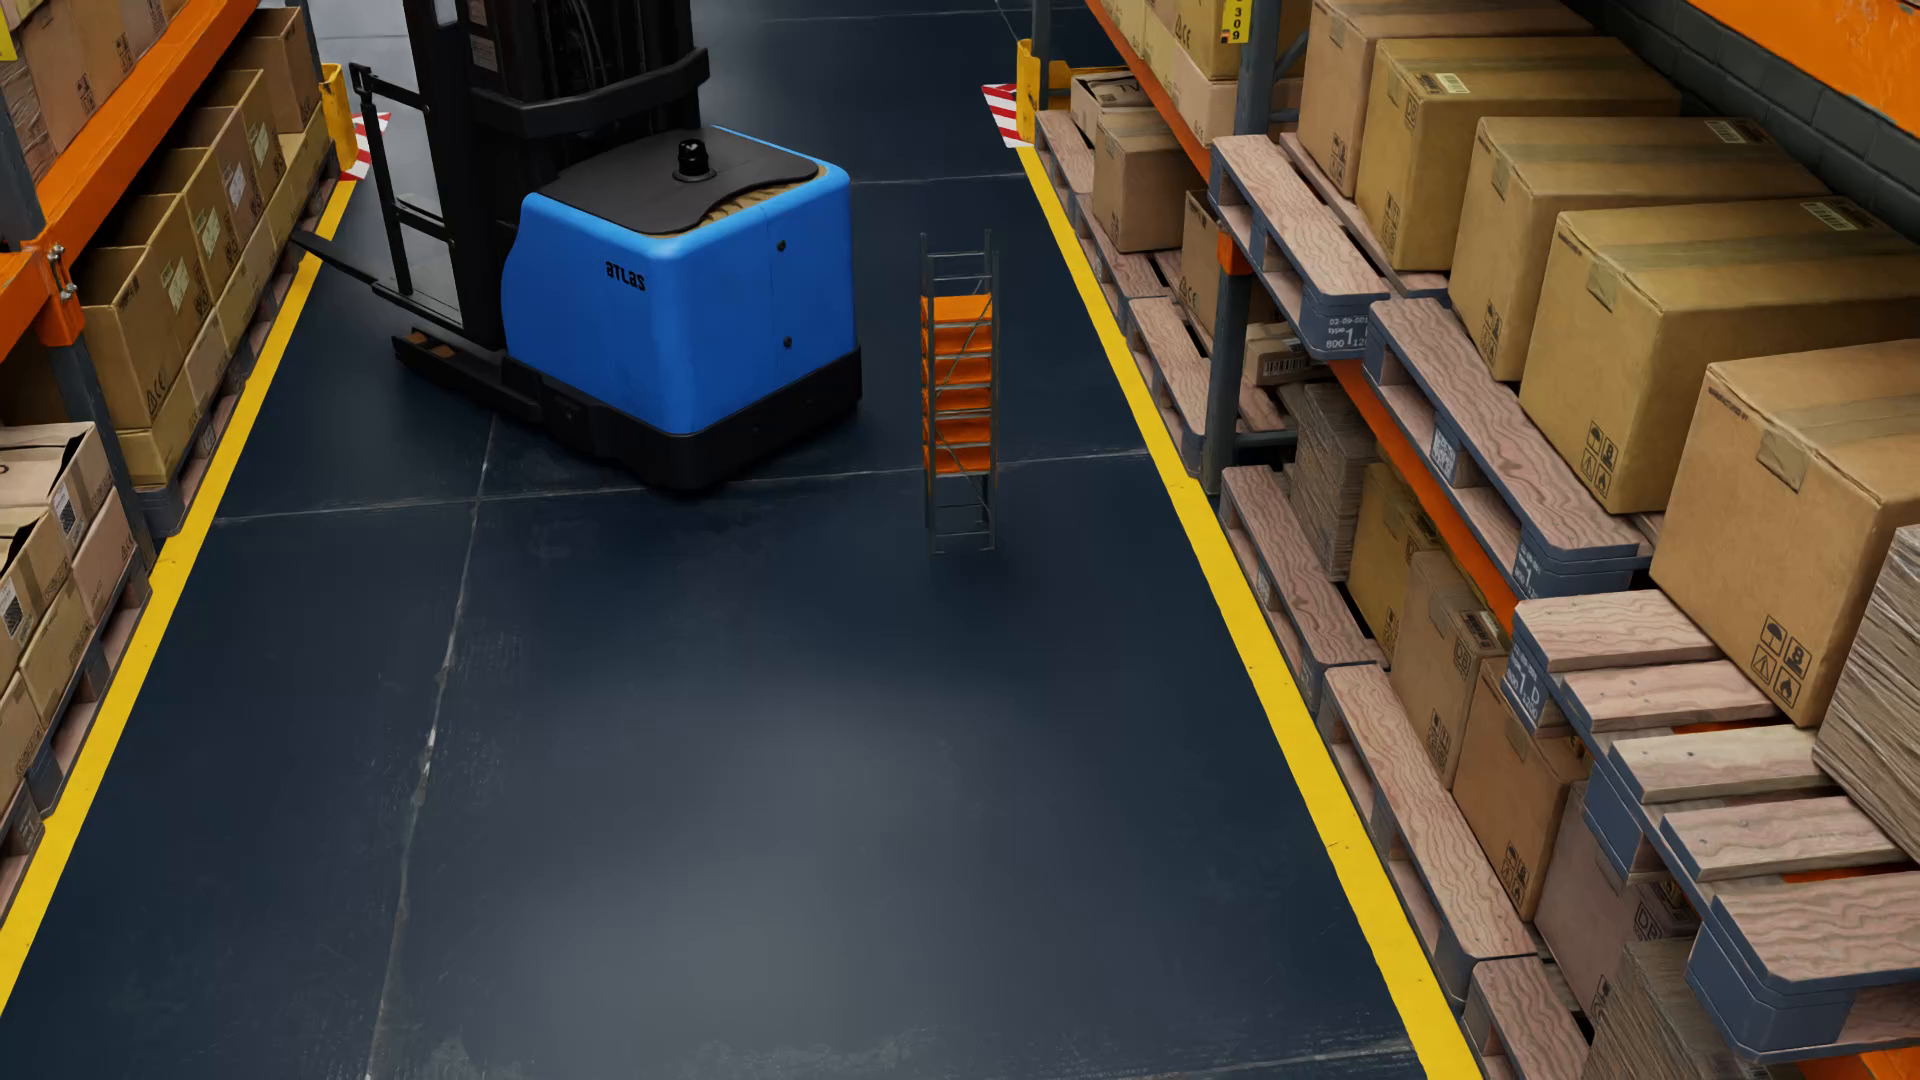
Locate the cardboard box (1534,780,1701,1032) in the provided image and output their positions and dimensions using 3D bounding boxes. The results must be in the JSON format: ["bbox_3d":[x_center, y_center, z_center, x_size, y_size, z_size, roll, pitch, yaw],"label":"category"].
[{"bbox_3d":[1.889,0.911,4.079,0.700,0.500,0.500,-4,35,-6],"label":"cardboard box"}]

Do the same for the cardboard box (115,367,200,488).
[{"bbox_3d":[-3.217,-0.420,6.271,0.500,0.250,0.500,-4,35,-6],"label":"cardboard box"}]

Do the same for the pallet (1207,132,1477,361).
[{"bbox_3d":[1.412,-0.961,5.168,1.003,0.211,1.213,-4,35,-6],"label":"pallet"}]

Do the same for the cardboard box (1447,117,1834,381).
[{"bbox_3d":[1.676,-0.737,4.189,0.700,0.500,0.500,0,34,0],"label":"cardboard box"}]

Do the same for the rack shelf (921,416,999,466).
[{"bbox_3d":[-0.002,-0.368,6.017,0.258,0.103,0.180,-4,35,-6],"label":"rack shelf"}]

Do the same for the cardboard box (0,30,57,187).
[{"bbox_3d":[-3.521,-1.389,5.536,0.700,0.500,0.500,-5,35,-8],"label":"cardboard box"}]

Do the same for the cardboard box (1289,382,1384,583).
[{"bbox_3d":[1.569,-0.218,5.735,0.700,0.500,0.500,-3,34,-5],"label":"cardboard box"}]

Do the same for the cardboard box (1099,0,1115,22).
[{"bbox_3d":[0.879,-2.505,7.377,0.500,0.250,0.500,-4,34,-6],"label":"cardboard box"}]

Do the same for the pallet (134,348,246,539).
[{"bbox_3d":[-3.520,-0.396,6.643,1.003,0.211,1.213,-4,35,-6],"label":"pallet"}]

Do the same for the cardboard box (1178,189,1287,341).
[{"bbox_3d":[1.274,-1.203,7.181,0.500,0.500,0.500,-7,35,-10],"label":"cardboard box"}]

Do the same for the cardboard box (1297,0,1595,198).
[{"bbox_3d":[1.488,-1.415,5.183,0.700,0.500,0.500,-4,35,-6],"label":"cardboard box"}]

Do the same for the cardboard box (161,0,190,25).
[{"bbox_3d":[-3.806,-2.543,7.229,0.700,0.500,0.500,-4,34,-6],"label":"cardboard box"}]

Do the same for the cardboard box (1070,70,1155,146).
[{"bbox_3d":[0.919,-2.388,9.088,0.500,0.311,0.500,-8,35,-12],"label":"cardboard box"}]

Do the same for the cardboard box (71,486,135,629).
[{"bbox_3d":[-3.112,0.071,5.551,0.500,0.250,0.500,-5,35,-7],"label":"cardboard box"}]

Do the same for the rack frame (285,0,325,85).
[{"bbox_3d":[-3.993,-3.333,8.477,1.000,3.000,0.127,-4,35,-6],"label":"rack frame"}]

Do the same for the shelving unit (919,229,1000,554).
[{"bbox_3d":[-0.002,-0.504,5.924,0.258,1.200,0.189,-4,35,-6],"label":"shelving unit"}]

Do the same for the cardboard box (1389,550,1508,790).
[{"bbox_3d":[1.717,0.355,4.895,0.700,0.500,0.500,-4,34,-6],"label":"cardboard box"}]

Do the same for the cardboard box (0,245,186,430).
[{"bbox_3d":[-3.207,-0.731,6.061,0.500,0.500,0.500,-4,35,-6],"label":"cardboard box"}]

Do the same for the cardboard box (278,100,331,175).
[{"bbox_3d":[-3.628,-2.093,8.727,0.500,0.250,0.500,-4,35,-6],"label":"cardboard box"}]

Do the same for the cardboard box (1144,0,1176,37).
[{"bbox_3d":[1.010,-2.253,6.342,0.500,0.500,0.500,-5,35,-7],"label":"cardboard box"}]

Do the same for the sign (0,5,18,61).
[{"bbox_3d":[-2.919,-1.593,4.966,0.100,0.325,0.005,-4,35,-6],"label":"sign"}]

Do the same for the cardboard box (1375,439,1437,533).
[{"bbox_3d":[1.631,-0.282,5.163,0.500,0.250,0.500,-5,35,-7],"label":"cardboard box"}]

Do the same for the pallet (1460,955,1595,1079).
[{"bbox_3d":[1.888,1.470,3.905,1.003,0.211,1.213,-4,35,-6],"label":"pallet"}]

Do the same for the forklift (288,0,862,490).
[{"bbox_3d":[-1.865,-2.094,6.719,3.031,2.935,1.130,25,42,32],"label":"forklift"}]

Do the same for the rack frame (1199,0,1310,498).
[{"bbox_3d":[1.453,-1.478,5.755,1.000,3.000,0.127,-4,35,-6],"label":"rack frame"}]

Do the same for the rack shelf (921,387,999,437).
[{"bbox_3d":[-0.002,-0.467,5.949,0.258,0.103,0.180,-4,35,-6],"label":"rack shelf"}]

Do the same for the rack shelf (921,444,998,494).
[{"bbox_3d":[-0.002,-0.269,6.084,0.258,0.103,0.180,-4,35,-6],"label":"rack shelf"}]

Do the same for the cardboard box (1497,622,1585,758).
[{"bbox_3d":[1.754,0.288,4.327,0.500,0.250,0.500,-5,35,-7],"label":"cardboard box"}]

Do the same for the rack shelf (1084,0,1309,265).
[{"bbox_3d":[1.184,-2.297,7.596,1.077,0.370,4.000,-4,35,-6],"label":"rack shelf"}]

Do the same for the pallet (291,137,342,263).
[{"bbox_3d":[-3.849,-1.757,8.641,1.003,0.211,1.213,-4,35,-6],"label":"pallet"}]

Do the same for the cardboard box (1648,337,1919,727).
[{"bbox_3d":[1.816,-0.041,3.166,0.700,0.500,0.500,-8,35,-11],"label":"cardboard box"}]

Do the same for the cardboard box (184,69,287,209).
[{"bbox_3d":[-3.477,-1.847,7.699,0.500,0.500,0.500,-4,35,-6],"label":"cardboard box"}]

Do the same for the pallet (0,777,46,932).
[{"bbox_3d":[-3.150,1.142,4.387,1.003,0.211,1.213,-4,35,-6],"label":"pallet"}]

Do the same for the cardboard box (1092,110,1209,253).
[{"bbox_3d":[1.045,-1.735,7.961,0.700,0.500,0.500,-6,35,-9],"label":"cardboard box"}]

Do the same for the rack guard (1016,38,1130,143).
[{"bbox_3d":[0.926,-2.635,9.673,1.175,0.500,0.348,-4,35,-6],"label":"rack guard"}]

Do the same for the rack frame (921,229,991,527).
[{"bbox_3d":[-0.014,-0.555,5.999,0.240,1.200,0.006,-4,35,-6],"label":"rack frame"}]

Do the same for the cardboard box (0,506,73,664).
[{"bbox_3d":[-3.040,0.124,4.975,0.500,0.311,0.500,-3,34,-5],"label":"cardboard box"}]

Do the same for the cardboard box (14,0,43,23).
[{"bbox_3d":[-3.369,-1.859,5.649,0.380,0.149,0.250,-5,35,-8],"label":"cardboard box"}]

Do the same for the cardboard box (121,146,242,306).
[{"bbox_3d":[-3.342,-1.289,6.880,0.500,0.500,0.500,-4,35,-6],"label":"cardboard box"}]

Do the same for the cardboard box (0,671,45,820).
[{"bbox_3d":[-2.976,0.639,4.717,0.500,0.250,0.500,-4,34,-5],"label":"cardboard box"}]

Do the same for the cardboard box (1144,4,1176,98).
[{"bbox_3d":[1.030,-1.945,6.555,0.500,0.250,0.500,-4,35,-6],"label":"cardboard box"}]

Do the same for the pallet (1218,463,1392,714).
[{"bbox_3d":[1.559,0.108,5.903,1.003,0.211,1.213,-4,35,-6],"label":"pallet"}]

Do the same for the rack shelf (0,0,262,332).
[{"bbox_3d":[-3.724,-1.920,7.042,1.077,0.370,4.000,-4,35,-6],"label":"rack shelf"}]

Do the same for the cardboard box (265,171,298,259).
[{"bbox_3d":[-3.480,-1.537,7.910,0.500,0.250,0.500,-4,35,-6],"label":"cardboard box"}]

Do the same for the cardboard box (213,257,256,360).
[{"bbox_3d":[-3.341,-0.979,7.091,0.500,0.250,0.500,-4,35,-6],"label":"cardboard box"}]

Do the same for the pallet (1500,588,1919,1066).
[{"bbox_3d":[1.790,0.444,3.106,1.213,0.211,1.003,-4,35,-6],"label":"pallet"}]

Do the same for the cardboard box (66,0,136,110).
[{"bbox_3d":[-3.662,-1.963,6.379,0.700,0.500,0.500,-4,34,-6],"label":"cardboard box"}]
